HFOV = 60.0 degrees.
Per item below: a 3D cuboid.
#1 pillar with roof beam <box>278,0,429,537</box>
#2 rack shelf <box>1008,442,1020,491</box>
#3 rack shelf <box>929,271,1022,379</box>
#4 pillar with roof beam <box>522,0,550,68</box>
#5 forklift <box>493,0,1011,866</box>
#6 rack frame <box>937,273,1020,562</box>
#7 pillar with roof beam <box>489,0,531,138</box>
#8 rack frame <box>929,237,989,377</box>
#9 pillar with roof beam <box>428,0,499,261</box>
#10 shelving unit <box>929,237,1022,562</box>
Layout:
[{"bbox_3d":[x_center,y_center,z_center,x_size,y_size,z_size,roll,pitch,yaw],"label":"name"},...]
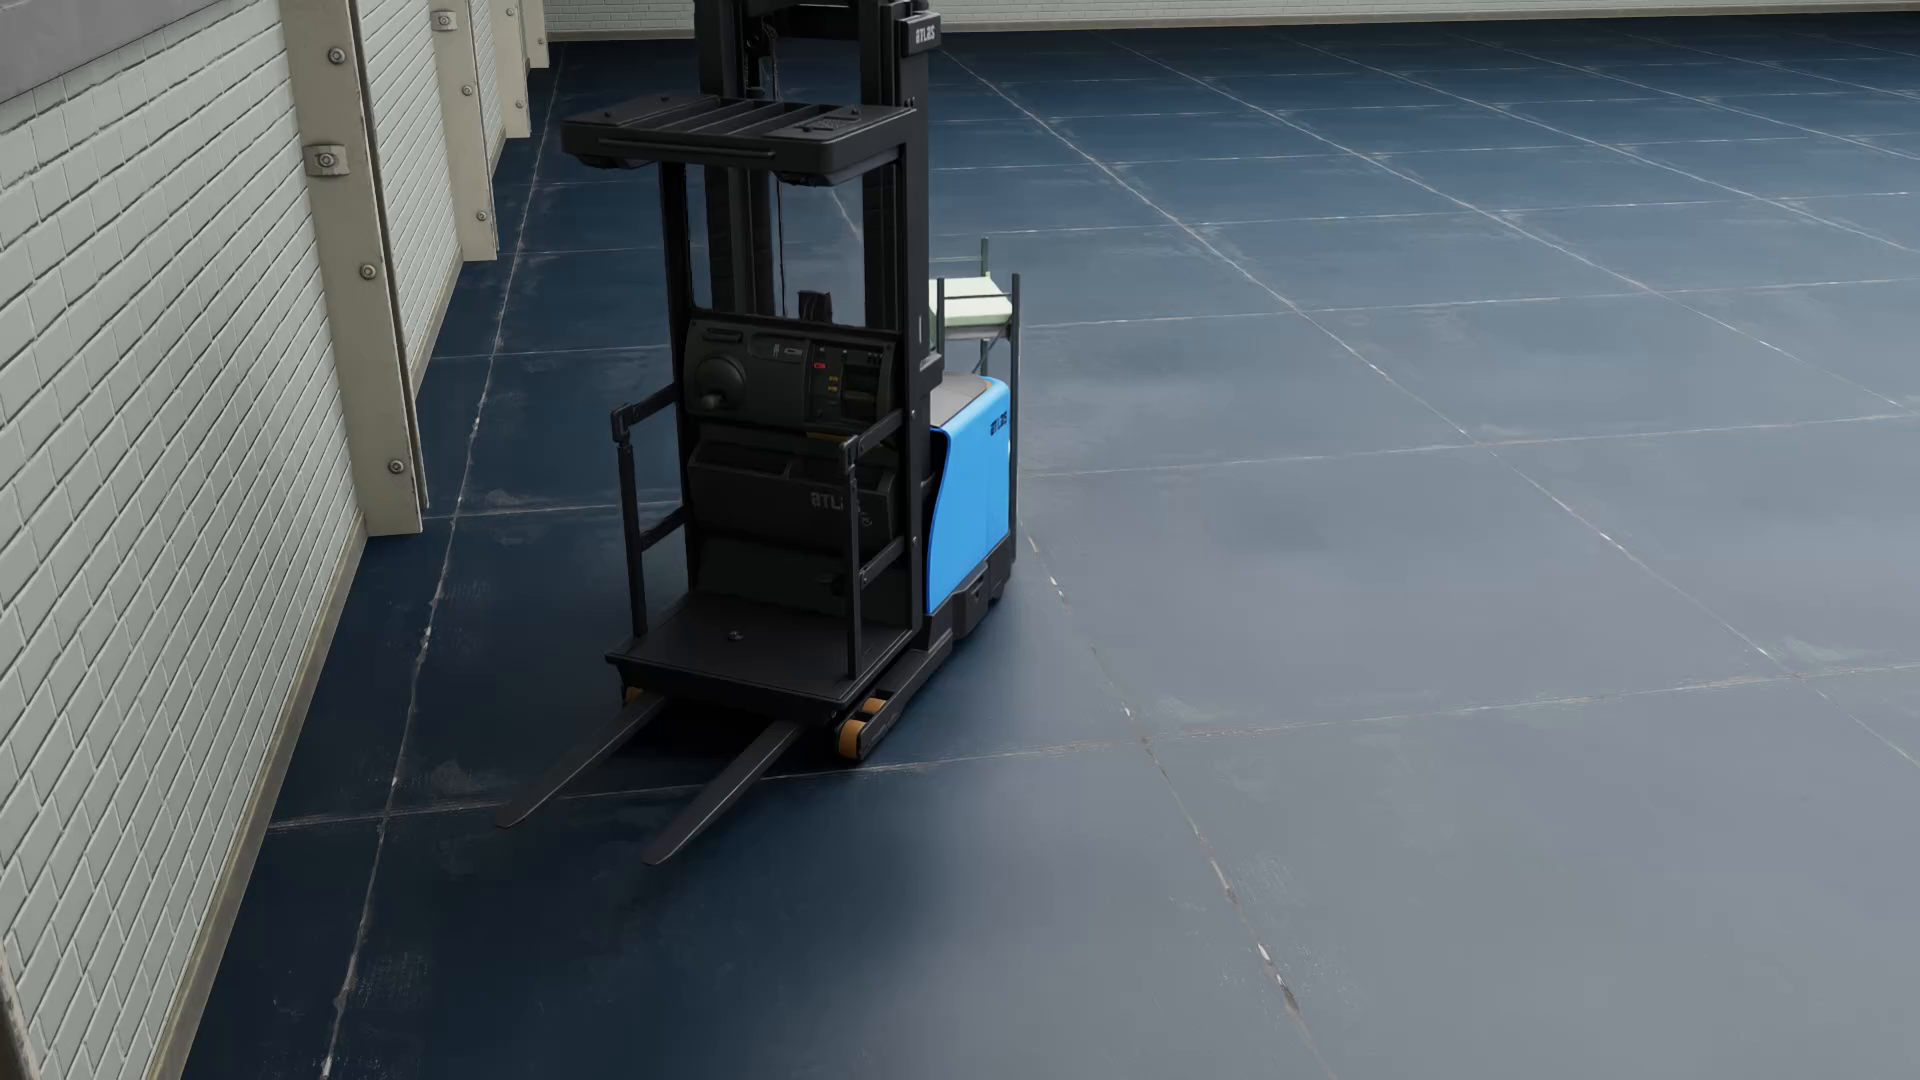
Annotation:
[{"bbox_3d":[1.179,-4.548,7.920,9.100,9.000,0.400,-4,24,-10],"label":"pillar with roof beam"},{"bbox_3d":[0.018,-0.412,8.634,0.431,0.370,0.720,-4,24,-10],"label":"rack shelf"},{"bbox_3d":[0.018,-1.068,8.347,0.431,0.370,0.720,-4,24,-10],"label":"rack shelf"},{"bbox_3d":[-2.149,-11.628,24.131,9.100,9.000,0.400,-4,24,-10],"label":"pillar with roof beam"},{"bbox_3d":[-0.777,-0.643,6.560,1.130,2.935,3.031,9,25,20],"label":"forklift"},{"bbox_3d":[0.088,-0.567,8.174,0.400,1.500,0.023,-4,24,-10],"label":"rack frame"},{"bbox_3d":[-1.040,-9.268,18.727,9.100,9.000,0.400,-4,24,-10],"label":"pillar with roof beam"},{"bbox_3d":[-0.051,-0.855,8.833,0.400,1.500,0.023,-4,24,-10],"label":"rack frame"},{"bbox_3d":[0.070,-6.908,13.324,9.100,9.000,0.400,-4,24,-10],"label":"pillar with roof beam"},{"bbox_3d":[0.018,-0.711,8.504,0.431,1.500,0.755,-4,24,-10],"label":"shelving unit"}]
